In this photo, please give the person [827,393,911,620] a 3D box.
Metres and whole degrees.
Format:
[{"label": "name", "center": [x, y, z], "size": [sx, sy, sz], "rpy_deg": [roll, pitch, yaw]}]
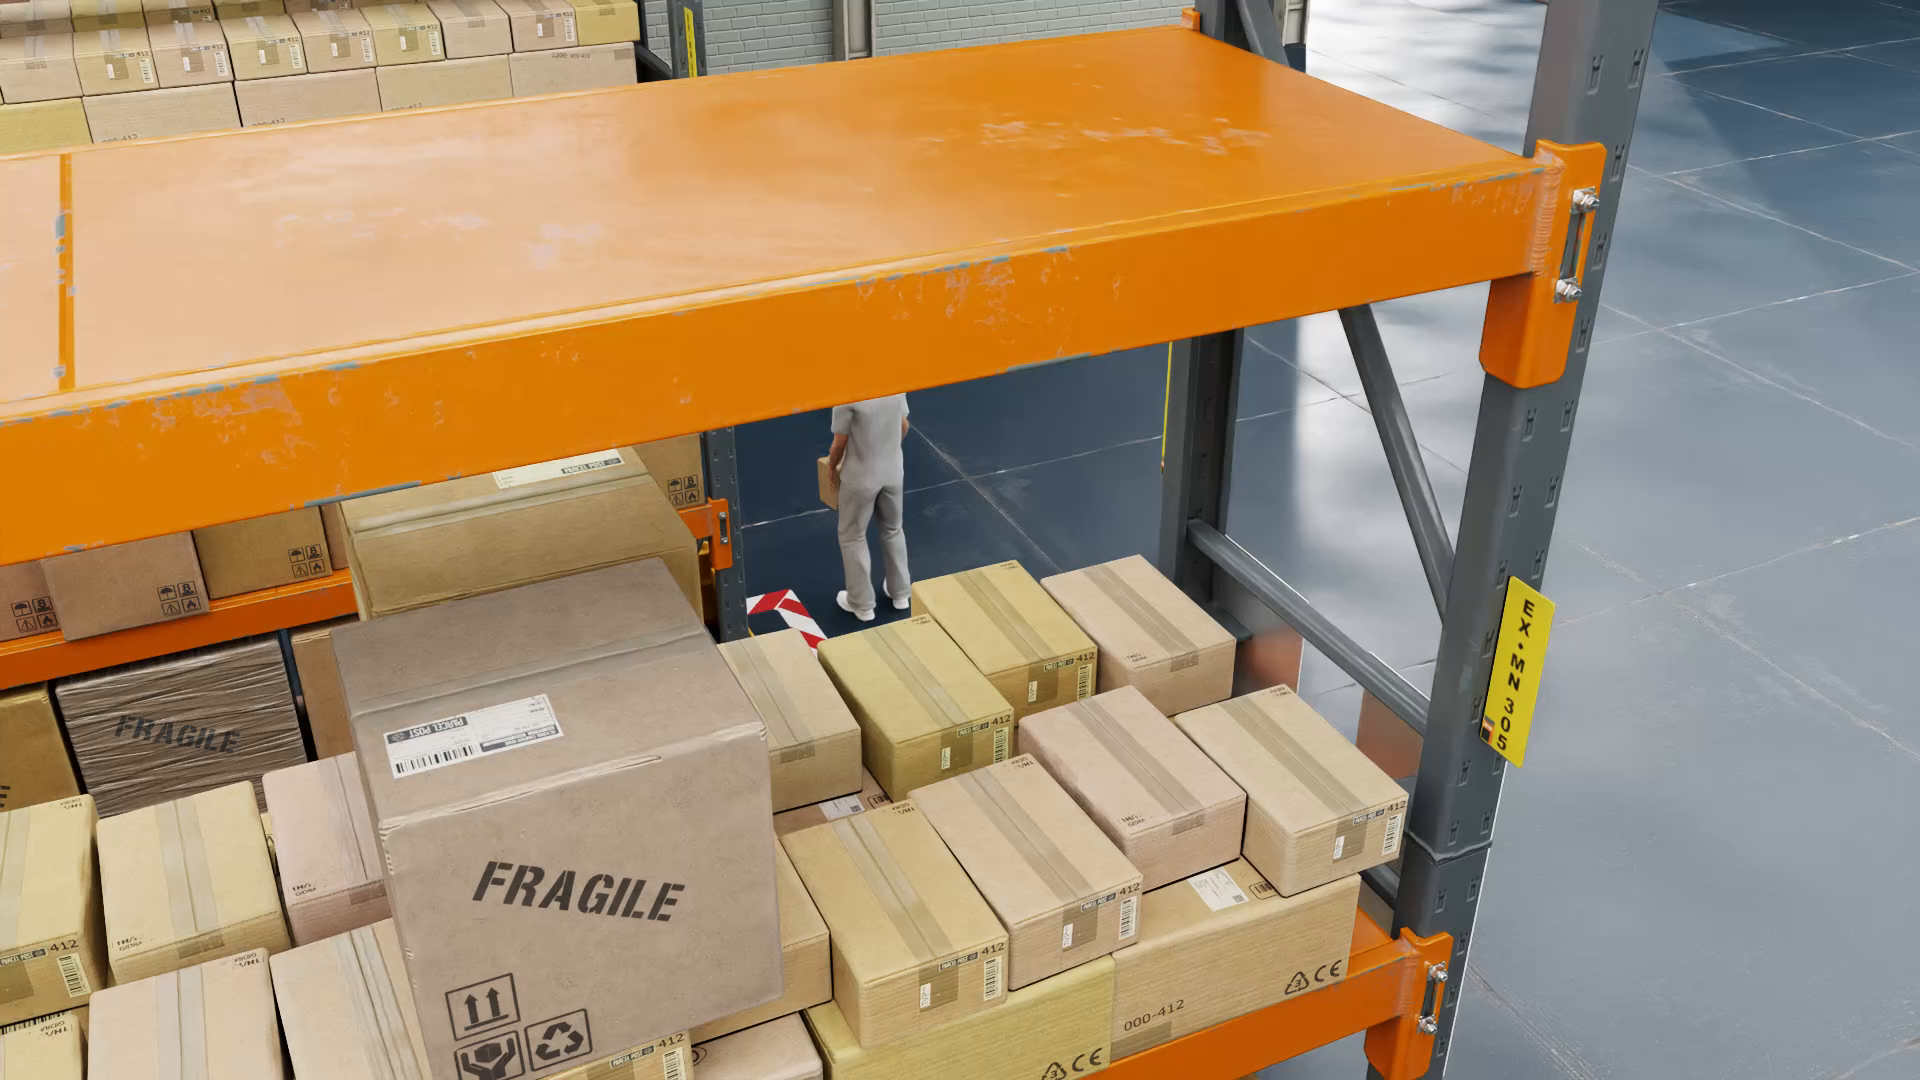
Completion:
[{"label": "person", "center": [-0.496, -0.348, 9.059], "size": [0.467, 1.676, 0.378], "rpy_deg": [-17, 33, -27]}]
